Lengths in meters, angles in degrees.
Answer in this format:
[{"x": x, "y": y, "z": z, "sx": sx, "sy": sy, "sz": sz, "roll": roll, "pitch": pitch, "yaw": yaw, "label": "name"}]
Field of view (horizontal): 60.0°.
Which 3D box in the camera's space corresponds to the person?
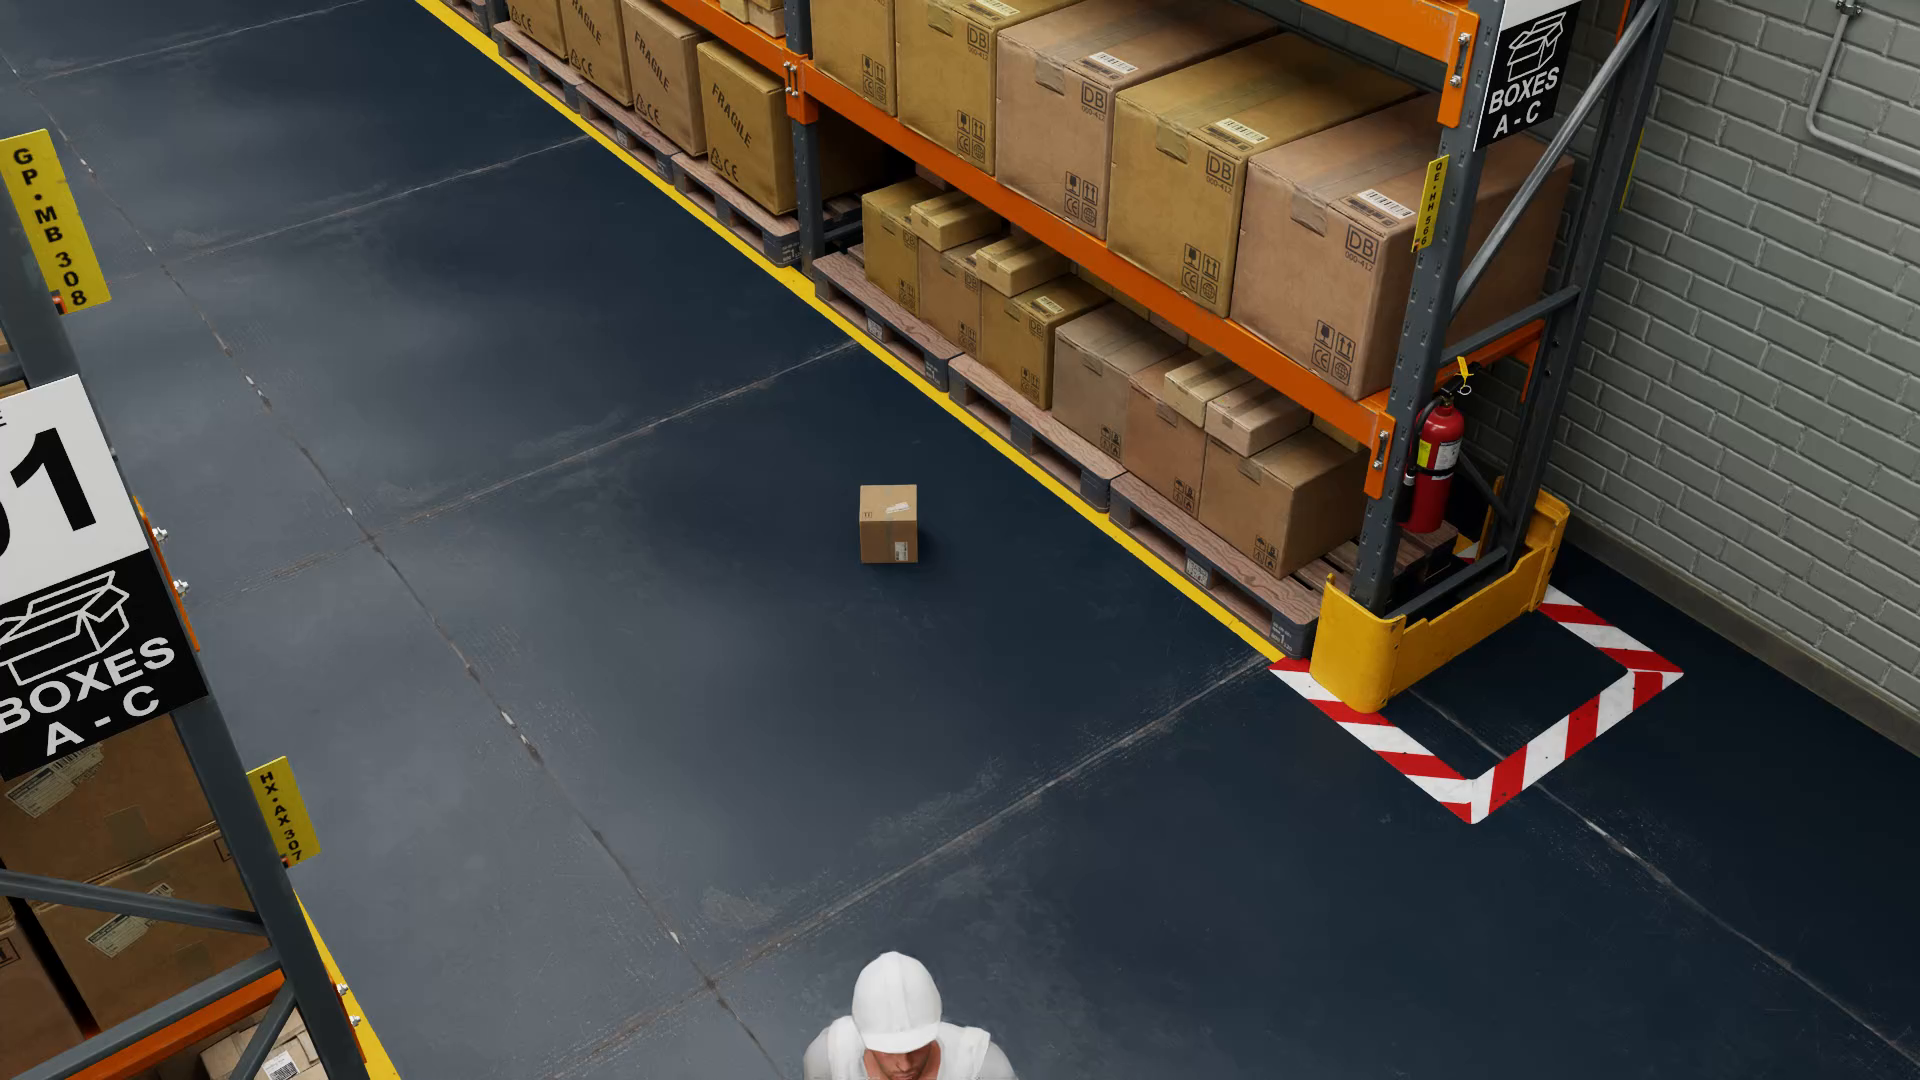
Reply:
[{"x": -0.104, "y": 1.643, "z": 4.179, "sx": 0.581, "sy": 1.754, "sz": 1.012, "roll": 1, "pitch": 40, "yaw": 1, "label": "person"}]
